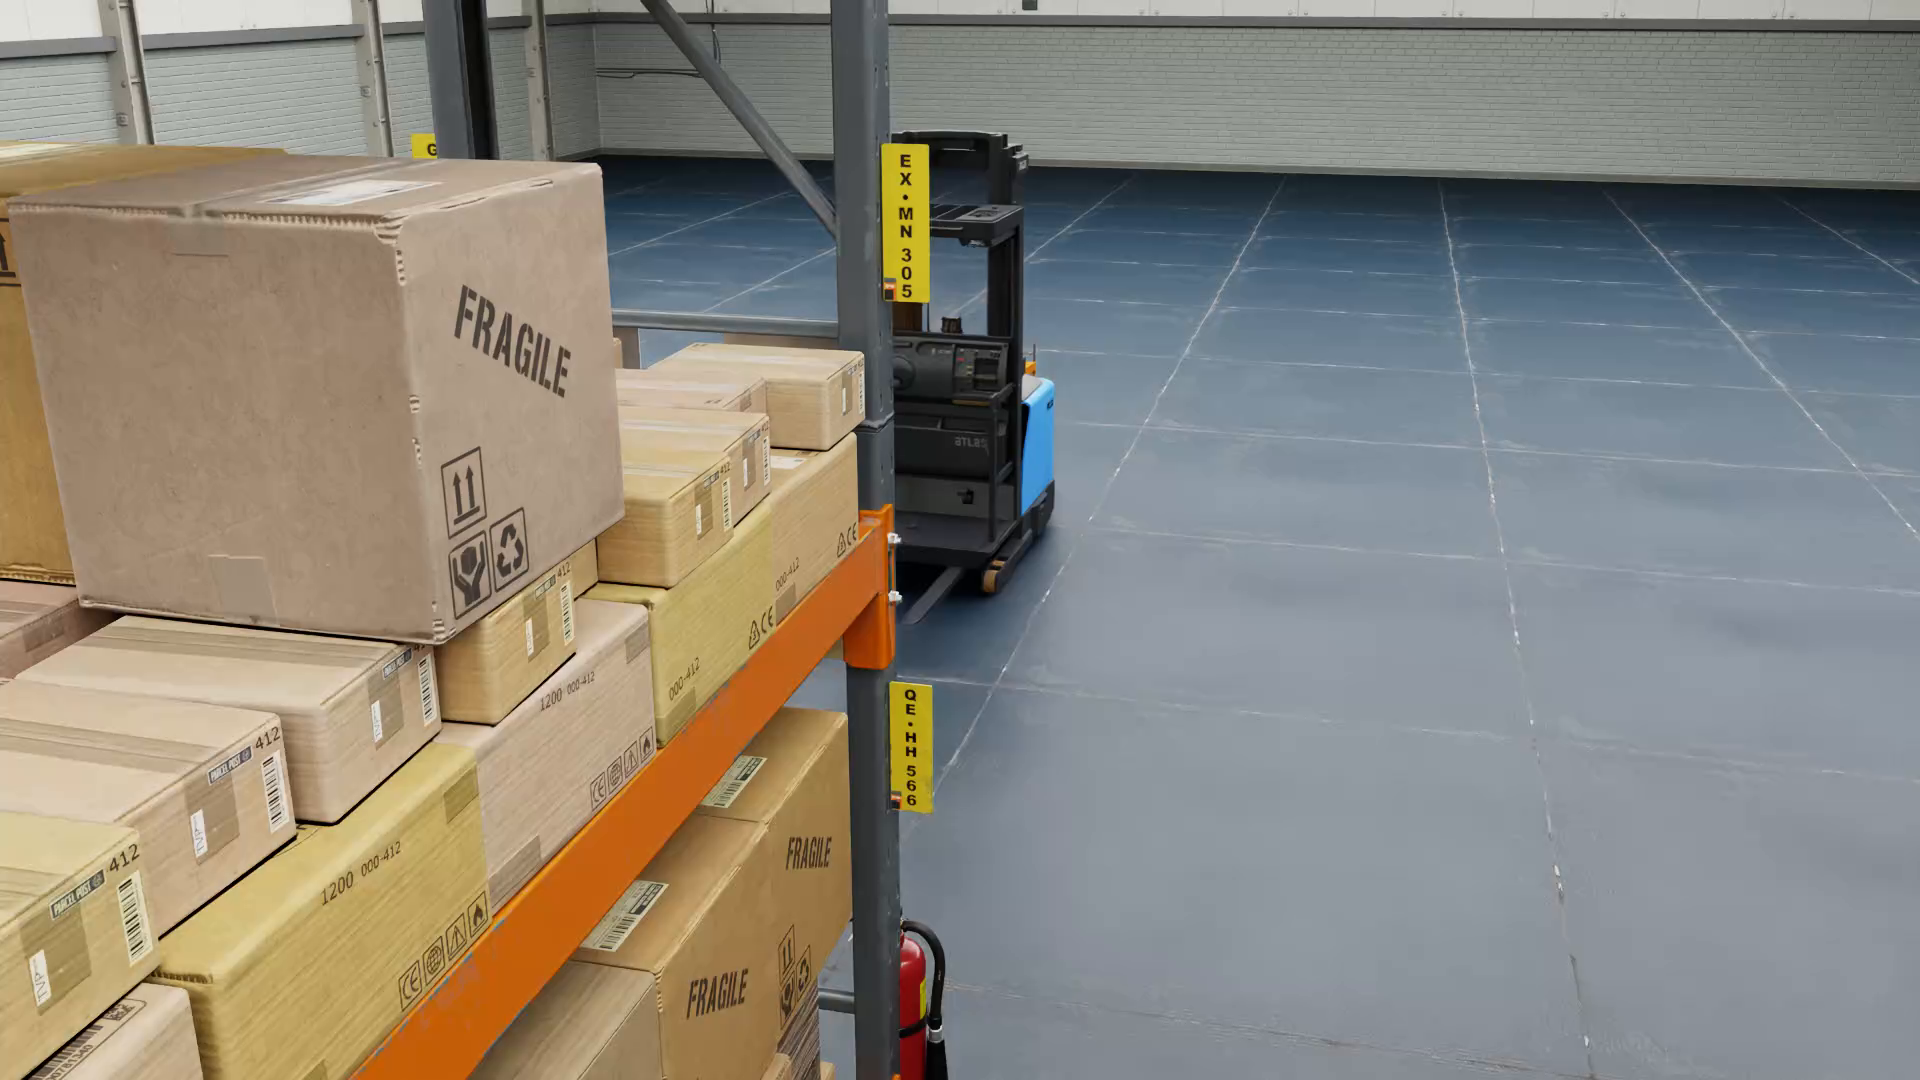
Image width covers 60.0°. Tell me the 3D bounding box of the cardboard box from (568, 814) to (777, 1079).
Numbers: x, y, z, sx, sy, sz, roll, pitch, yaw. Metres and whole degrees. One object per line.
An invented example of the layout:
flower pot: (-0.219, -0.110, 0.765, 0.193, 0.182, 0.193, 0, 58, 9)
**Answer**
cardboard box: (-0.657, 0.818, 2.990, 0.500, 0.500, 0.500, 5, 19, 13)

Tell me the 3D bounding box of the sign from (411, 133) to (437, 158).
sign: (-1.172, -0.746, 3.737, 0.100, 0.325, 0.005, 5, 19, 13)

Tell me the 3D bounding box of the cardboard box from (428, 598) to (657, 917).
cardboard box: (-0.770, 0.269, 2.349, 0.500, 0.250, 0.500, 5, 20, 15)

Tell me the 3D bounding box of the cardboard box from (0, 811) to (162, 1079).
cardboard box: (-0.963, 0.357, 1.475, 0.380, 0.149, 0.250, 4, 19, 12)

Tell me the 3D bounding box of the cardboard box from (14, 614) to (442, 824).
cardboard box: (-0.848, 0.194, 1.953, 0.380, 0.149, 0.250, 4, 19, 11)

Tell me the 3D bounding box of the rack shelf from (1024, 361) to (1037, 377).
rack shelf: (0.394, -1.275, 12.836, 0.258, 0.148, 0.480, 7, 19, 19)

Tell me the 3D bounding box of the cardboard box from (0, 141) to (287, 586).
cardboard box: (-1.270, -0.270, 2.308, 0.500, 0.500, 0.500, 5, 19, 13)

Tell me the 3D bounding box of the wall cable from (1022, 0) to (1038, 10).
wall cable: (2.420, -13.812, 33.441, 2.305, 6.003, 0.169, 5, 19, 13)

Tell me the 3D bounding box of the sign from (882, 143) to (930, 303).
sign: (-0.112, -0.658, 3.464, 0.100, 0.325, 0.005, 5, 19, 13)

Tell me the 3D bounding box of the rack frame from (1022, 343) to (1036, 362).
rack frame: (0.476, -0.971, 13.175, 0.240, 1.200, 0.015, 7, 19, 19)

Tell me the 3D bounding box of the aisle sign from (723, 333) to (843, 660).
aisle sign: (-0.340, -0.096, 3.806, 0.394, 0.787, 0.004, 5, 19, 13)

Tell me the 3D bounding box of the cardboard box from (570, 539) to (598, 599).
cardboard box: (-0.768, 0.020, 2.464, 0.380, 0.149, 0.250, 5, 19, 14)

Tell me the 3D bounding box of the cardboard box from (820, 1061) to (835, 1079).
cardboard box: (-0.515, 1.355, 3.970, 0.380, 0.149, 0.250, 5, 19, 13)

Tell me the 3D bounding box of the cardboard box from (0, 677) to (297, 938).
cardboard box: (-0.933, 0.274, 1.719, 0.380, 0.149, 0.250, 5, 20, 15)

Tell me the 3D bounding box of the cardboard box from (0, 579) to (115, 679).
cardboard box: (-1.304, 0.148, 2.089, 0.380, 0.149, 0.250, 4, 19, 13)

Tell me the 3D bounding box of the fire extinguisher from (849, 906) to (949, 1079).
fire extinguisher: (-0.171, 1.167, 4.249, 0.296, 0.674, 0.183, 5, 19, 13)

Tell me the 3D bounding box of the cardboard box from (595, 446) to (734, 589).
cardboard box: (-0.587, -0.048, 2.662, 0.380, 0.149, 0.250, 5, 19, 14)

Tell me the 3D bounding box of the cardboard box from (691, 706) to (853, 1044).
cardboard box: (-0.540, 0.661, 3.451, 0.500, 0.500, 0.500, 5, 19, 13)

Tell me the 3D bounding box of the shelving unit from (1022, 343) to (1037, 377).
shelving unit: (0.392, -0.901, 12.957, 0.258, 1.200, 0.503, 7, 19, 19)

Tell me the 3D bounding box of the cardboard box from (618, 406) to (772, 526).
cardboard box: (-0.549, -0.129, 2.898, 0.380, 0.149, 0.250, 4, 19, 11)

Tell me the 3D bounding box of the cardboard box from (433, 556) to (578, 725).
cardboard box: (-0.736, 0.112, 2.194, 0.380, 0.149, 0.250, 4, 19, 11)

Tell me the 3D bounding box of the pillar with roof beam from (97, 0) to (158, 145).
pillar with roof beam: (-7.541, -8.037, 21.796, 9.100, 9.000, 0.400, 5, 19, 13)

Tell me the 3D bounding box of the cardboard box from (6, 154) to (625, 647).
cardboard box: (-0.779, -0.208, 2.127, 0.500, 0.500, 0.500, 5, 19, 13)

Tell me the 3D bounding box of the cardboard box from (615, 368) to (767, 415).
cardboard box: (-0.588, -0.223, 3.174, 0.380, 0.149, 0.250, 4, 19, 12)

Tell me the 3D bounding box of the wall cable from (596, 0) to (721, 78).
wall cable: (-6.782, -11.488, 36.702, 3.097, 2.526, 0.112, 5, 19, 13)

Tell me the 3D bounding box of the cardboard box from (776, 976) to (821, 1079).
cardboard box: (-0.807, 1.112, 3.676, 0.875, 0.500, 0.500, 5, 19, 13)

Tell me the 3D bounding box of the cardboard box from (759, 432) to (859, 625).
cardboard box: (-0.517, -0.047, 3.276, 0.500, 0.250, 0.500, 5, 20, 15)

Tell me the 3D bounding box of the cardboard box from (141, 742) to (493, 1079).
cardboard box: (-0.888, 0.428, 1.887, 0.500, 0.250, 0.500, 4, 19, 12)

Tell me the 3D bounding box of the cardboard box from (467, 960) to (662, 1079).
cardboard box: (-0.782, 0.974, 2.532, 0.500, 0.500, 0.500, 5, 19, 13)

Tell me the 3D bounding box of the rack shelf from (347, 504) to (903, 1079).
rack shelf: (-1.134, 0.678, 2.034, 1.077, 0.370, 4.000, 5, 19, 13)

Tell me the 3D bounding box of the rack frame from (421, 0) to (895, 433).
rack frame: (-0.646, -1.709, 3.269, 1.000, 3.000, 0.127, 5, 19, 13)

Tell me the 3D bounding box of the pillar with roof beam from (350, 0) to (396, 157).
pillar with roof beam: (-6.075, -9.918, 27.302, 9.100, 9.000, 0.400, 5, 19, 13)

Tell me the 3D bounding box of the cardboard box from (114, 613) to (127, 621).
cardboard box: (-1.288, 0.066, 2.328, 0.380, 0.149, 0.250, 4, 19, 11)

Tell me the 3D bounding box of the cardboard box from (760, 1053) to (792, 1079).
cardboard box: (-0.812, 1.278, 3.189, 0.875, 0.500, 0.500, 5, 19, 13)

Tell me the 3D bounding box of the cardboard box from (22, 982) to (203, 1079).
cardboard box: (-1.009, 0.593, 1.401, 0.500, 0.250, 0.500, 4, 19, 11)

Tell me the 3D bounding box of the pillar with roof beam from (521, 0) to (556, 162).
pillar with roof beam: (-4.609, -11.798, 32.807, 9.100, 9.000, 0.400, 5, 19, 13)

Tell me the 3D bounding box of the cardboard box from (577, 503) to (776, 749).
cardboard box: (-0.636, 0.110, 2.818, 0.500, 0.250, 0.500, 5, 19, 14)

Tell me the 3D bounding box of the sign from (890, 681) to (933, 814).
sign: (-0.112, 0.483, 3.853, 0.100, 0.325, 0.005, 5, 19, 13)

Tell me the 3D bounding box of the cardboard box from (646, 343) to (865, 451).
cardboard box: (-0.411, -0.295, 3.386, 0.380, 0.149, 0.250, 5, 19, 13)

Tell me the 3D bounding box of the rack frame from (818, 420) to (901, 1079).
rack frame: (-0.646, 1.130, 4.238, 1.000, 3.000, 0.127, 5, 19, 13)

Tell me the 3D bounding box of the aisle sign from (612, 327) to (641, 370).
aisle sign: (-0.921, -0.143, 3.944, 0.394, 0.787, 0.004, 5, 19, 13)

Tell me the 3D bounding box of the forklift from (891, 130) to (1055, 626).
forklift: (-0.186, -1.165, 11.065, 1.130, 2.935, 3.031, 5, 20, 15)

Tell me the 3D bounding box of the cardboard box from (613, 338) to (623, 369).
cardboard box: (-0.937, -0.339, 3.514, 0.380, 0.149, 0.250, 5, 19, 13)

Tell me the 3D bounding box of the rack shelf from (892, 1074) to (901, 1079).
rack shelf: (-1.134, 2.097, 2.519, 1.077, 0.370, 4.000, 5, 19, 13)
